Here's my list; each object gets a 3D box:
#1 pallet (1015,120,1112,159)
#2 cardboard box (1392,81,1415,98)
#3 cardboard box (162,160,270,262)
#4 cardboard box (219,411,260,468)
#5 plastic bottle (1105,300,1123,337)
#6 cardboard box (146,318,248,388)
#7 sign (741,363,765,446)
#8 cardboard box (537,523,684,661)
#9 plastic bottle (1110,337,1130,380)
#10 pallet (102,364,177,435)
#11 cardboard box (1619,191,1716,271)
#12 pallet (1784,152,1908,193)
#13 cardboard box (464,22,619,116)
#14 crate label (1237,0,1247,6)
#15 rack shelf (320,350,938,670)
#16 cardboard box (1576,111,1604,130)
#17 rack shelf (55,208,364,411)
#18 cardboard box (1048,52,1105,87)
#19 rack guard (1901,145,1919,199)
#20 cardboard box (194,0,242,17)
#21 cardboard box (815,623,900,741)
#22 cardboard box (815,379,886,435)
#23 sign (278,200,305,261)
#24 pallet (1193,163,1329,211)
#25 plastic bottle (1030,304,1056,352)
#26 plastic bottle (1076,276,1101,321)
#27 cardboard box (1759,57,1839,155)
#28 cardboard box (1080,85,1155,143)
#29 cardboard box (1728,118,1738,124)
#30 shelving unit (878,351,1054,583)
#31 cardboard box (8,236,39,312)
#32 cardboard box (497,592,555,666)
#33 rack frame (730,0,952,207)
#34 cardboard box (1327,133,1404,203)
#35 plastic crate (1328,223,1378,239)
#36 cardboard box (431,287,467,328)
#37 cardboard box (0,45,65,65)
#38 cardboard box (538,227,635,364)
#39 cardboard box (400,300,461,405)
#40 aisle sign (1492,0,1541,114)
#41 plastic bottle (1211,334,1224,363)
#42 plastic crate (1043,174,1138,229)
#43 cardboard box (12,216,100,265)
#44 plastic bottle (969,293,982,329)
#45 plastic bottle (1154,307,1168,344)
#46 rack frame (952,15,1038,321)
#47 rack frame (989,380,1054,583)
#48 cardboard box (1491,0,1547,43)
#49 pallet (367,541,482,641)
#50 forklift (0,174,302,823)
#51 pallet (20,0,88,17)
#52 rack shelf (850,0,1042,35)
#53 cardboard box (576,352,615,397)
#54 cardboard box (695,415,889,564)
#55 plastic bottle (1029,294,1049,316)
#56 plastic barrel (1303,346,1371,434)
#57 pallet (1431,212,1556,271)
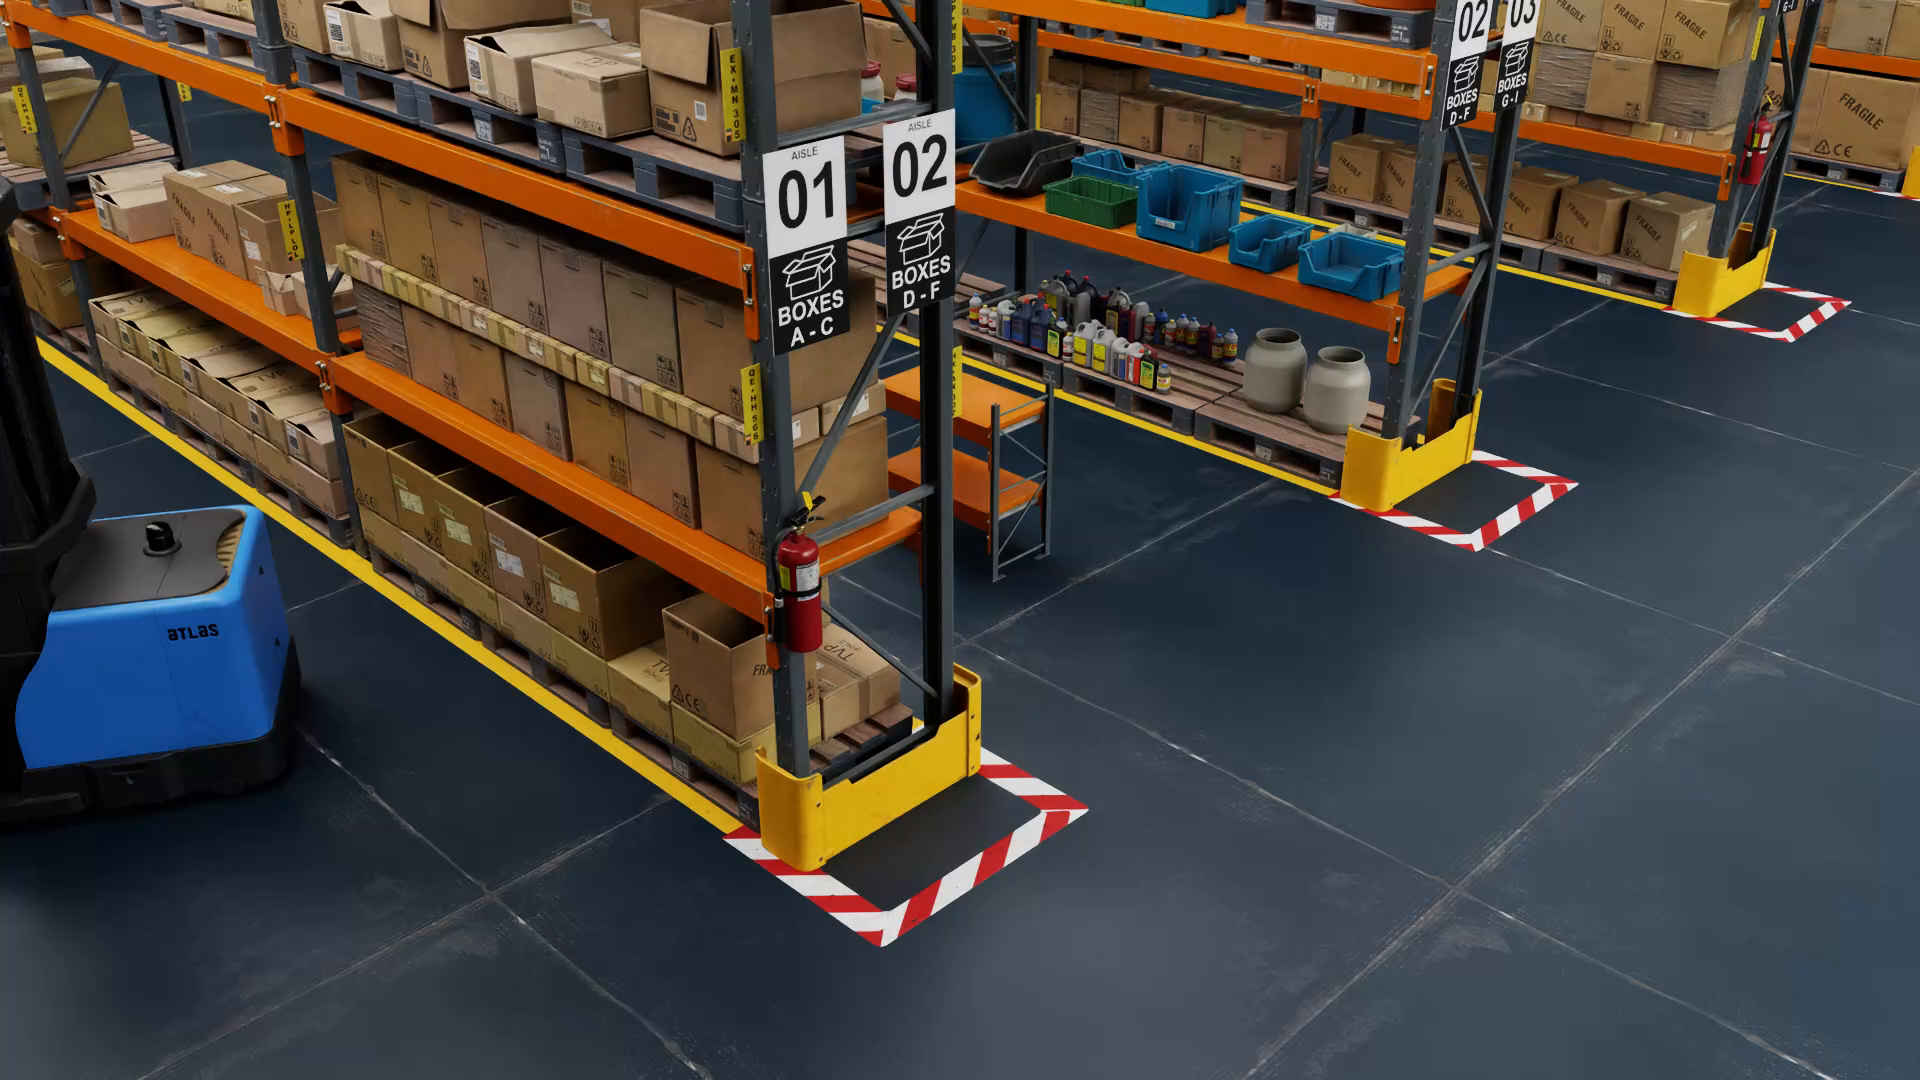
[{"bbox_3d":[1.378,-4.496,18.574,1.213,0.211,1.003,25,36,38],"label":"pallet"},{"bbox_3d":[4.168,-4.163,15.214,0.250,0.149,0.380,25,36,38],"label":"cardboard box"},{"bbox_3d":[-4.918,-2.202,11.107,0.500,0.500,0.500,22,35,36],"label":"cardboard box"},{"bbox_3d":[-4.497,-0.735,10.928,0.500,0.250,0.500,-24,36,-38],"label":"cardboard box"},{"bbox_3d":[1.177,-1.705,12.715,0.133,0.283,0.061,25,36,38],"label":"plastic bottle"},{"bbox_3d":[-5.216,-1.313,11.424,0.500,0.311,0.500,23,36,37],"label":"cardboard box"},{"bbox_3d":[-0.812,-0.531,6.538,0.005,0.325,0.100,25,36,38],"label":"sign"},{"bbox_3d":[-1.736,0.212,8.321,0.500,0.500,0.500,25,36,38],"label":"cardboard box"},{"bbox_3d":[1.178,-1.311,11.975,0.135,0.276,0.152,23,36,37],"label":"plastic bottle"},{"bbox_3d":[-5.566,-1.184,12.275,1.213,0.211,1.003,25,36,38],"label":"pallet"},{"bbox_3d":[6.093,-2.664,14.329,0.500,0.500,0.500,-18,33,-30],"label":"cardboard box"},{"bbox_3d":[9.451,-3.989,17.610,1.213,0.211,1.003,25,36,38],"label":"pallet"},{"bbox_3d":[-1.824,-2.095,7.282,0.500,0.311,0.500,-20,34,-34],"label":"cardboard box"},{"bbox_3d":[1.951,-3.714,11.027,0.408,0.251,0.502,25,36,38],"label":"crate label"},{"bbox_3d":[-1.848,-0.423,8.605,4.000,0.370,1.077,25,36,38],"label":"rack shelf"},{"bbox_3d":[5.470,-3.617,14.176,0.250,0.149,0.380,25,36,38],"label":"cardboard box"},{"bbox_3d":[-4.700,-1.729,11.087,4.000,0.370,1.077,25,36,38],"label":"rack shelf"},{"bbox_3d":[1.321,-5.198,18.319,0.500,0.250,0.500,-24,36,-37],"label":"cardboard box"},{"bbox_3d":[10.093,-3.874,17.081,0.348,0.500,1.175,25,36,38],"label":"rack guard"},{"bbox_3d":[-4.100,-3.224,9.645,0.500,0.250,0.500,21,34,34],"label":"cardboard box"},{"bbox_3d":[-0.648,0.693,8.212,0.500,0.250,0.500,25,36,38],"label":"cardboard box"},{"bbox_3d":[-0.550,-0.620,7.402,0.250,0.149,0.380,24,36,38],"label":"cardboard box"},{"bbox_3d":[-3.647,-1.689,9.079,0.005,0.325,0.100,25,36,38],"label":"sign"},{"bbox_3d":[3.118,-3.700,17.060,1.213,0.211,1.003,25,36,38],"label":"pallet"},{"bbox_3d":[0.621,-1.597,12.437,0.185,0.351,0.144,23,35,36],"label":"plastic bottle"},{"bbox_3d":[1.000,-1.882,12.980,0.185,0.351,0.144,22,35,36],"label":"plastic bottle"},{"bbox_3d":[8.917,-4.720,17.835,0.875,0.875,0.875,24,36,38],"label":"cardboard box"},{"bbox_3d":[1.718,-4.686,18.151,0.500,0.500,0.700,21,34,34],"label":"cardboard box"},{"bbox_3d":[6.490,-3.437,13.833,0.250,0.149,0.380,25,36,38],"label":"cardboard box"},{"bbox_3d":[-0.005,-0.500,9.992,1.048,1.125,0.538,25,36,38],"label":"shelving unit"},{"bbox_3d":[-7.326,-2.184,13.394,0.500,0.500,0.500,23,35,37],"label":"cardboard box"},{"bbox_3d":[-2.089,0.379,8.809,0.500,0.250,0.500,25,36,38],"label":"cardboard box"},{"bbox_3d":[-0.421,-2.745,5.801,0.127,3.000,1.000,25,36,38],"label":"rack frame"},{"bbox_3d":[3.931,-3.617,16.139,0.500,0.500,0.500,23,36,37],"label":"cardboard box"},{"bbox_3d":[2.641,-2.014,11.140,0.250,0.136,0.298,25,36,38],"label":"plastic crate"},{"bbox_3d":[-2.489,-1.241,8.583,0.250,0.149,0.380,23,36,37],"label":"cardboard box"},{"bbox_3d":[-7.675,-3.679,13.465,0.500,0.500,0.700,15,31,26],"label":"cardboard box"},{"bbox_3d":[-1.522,-1.216,7.837,0.500,0.500,0.700,25,37,39],"label":"cardboard box"},{"bbox_3d":[-2.572,-1.126,9.061,0.500,0.500,0.700,24,36,38],"label":"cardboard box"},{"bbox_3d":[3.311,-2.956,9.856,0.004,0.787,0.394,25,36,38],"label":"aisle sign"},{"bbox_3d":[1.906,-1.417,12.256,0.097,0.201,0.097,0,28,0],"label":"plastic bottle"},{"bbox_3d":[0.972,-2.407,11.832,0.662,0.188,0.450,25,36,38],"label":"plastic crate"},{"bbox_3d":[-7.001,-2.364,12.930,0.500,0.250,0.500,-24,36,-37],"label":"cardboard box"},{"bbox_3d":[0.122,-1.775,12.861,0.097,0.271,0.097,0,28,0],"label":"plastic bottle"},{"bbox_3d":[1.519,-1.625,12.576,0.097,0.271,0.097,0,28,0],"label":"plastic bottle"},{"bbox_3d":[0.202,-3.037,12.803,0.127,3.000,1.000,25,36,38],"label":"rack frame"},{"bbox_3d":[0.358,-0.334,9.677,0.032,1.125,0.500,25,36,38],"label":"rack frame"},{"bbox_3d":[4.895,-4.583,14.241,0.500,0.500,0.500,25,36,38],"label":"cardboard box"},{"bbox_3d":[-2.736,0.113,9.808,1.213,0.211,1.003,25,36,38],"label":"pallet"},{"bbox_3d":[-4.821,-0.152,7.391,3.031,2.935,1.130,-7,28,-13],"label":"forklift"},{"bbox_3d":[-5.579,-3.752,11.142,1.213,0.211,1.003,-23,36,-37],"label":"pallet"},{"bbox_3d":[-0.604,-6.320,19.820,4.000,0.370,1.077,25,36,38],"label":"rack shelf"},{"bbox_3d":[-1.563,-0.819,7.780,0.380,0.149,0.250,-24,36,-38],"label":"cardboard box"},{"bbox_3d":[-0.745,-0.290,7.471,0.500,0.500,0.700,25,36,38],"label":"cardboard box"},{"bbox_3d":[0.587,-1.706,12.645,0.185,0.351,0.144,25,36,38],"label":"plastic bottle"},{"bbox_3d":[2.531,-1.006,11.162,0.421,0.512,0.421,0,28,0],"label":"plastic barrel"},{"bbox_3d":[5.052,-2.841,15.426,1.213,0.211,1.003,25,36,38],"label":"pallet"}]
